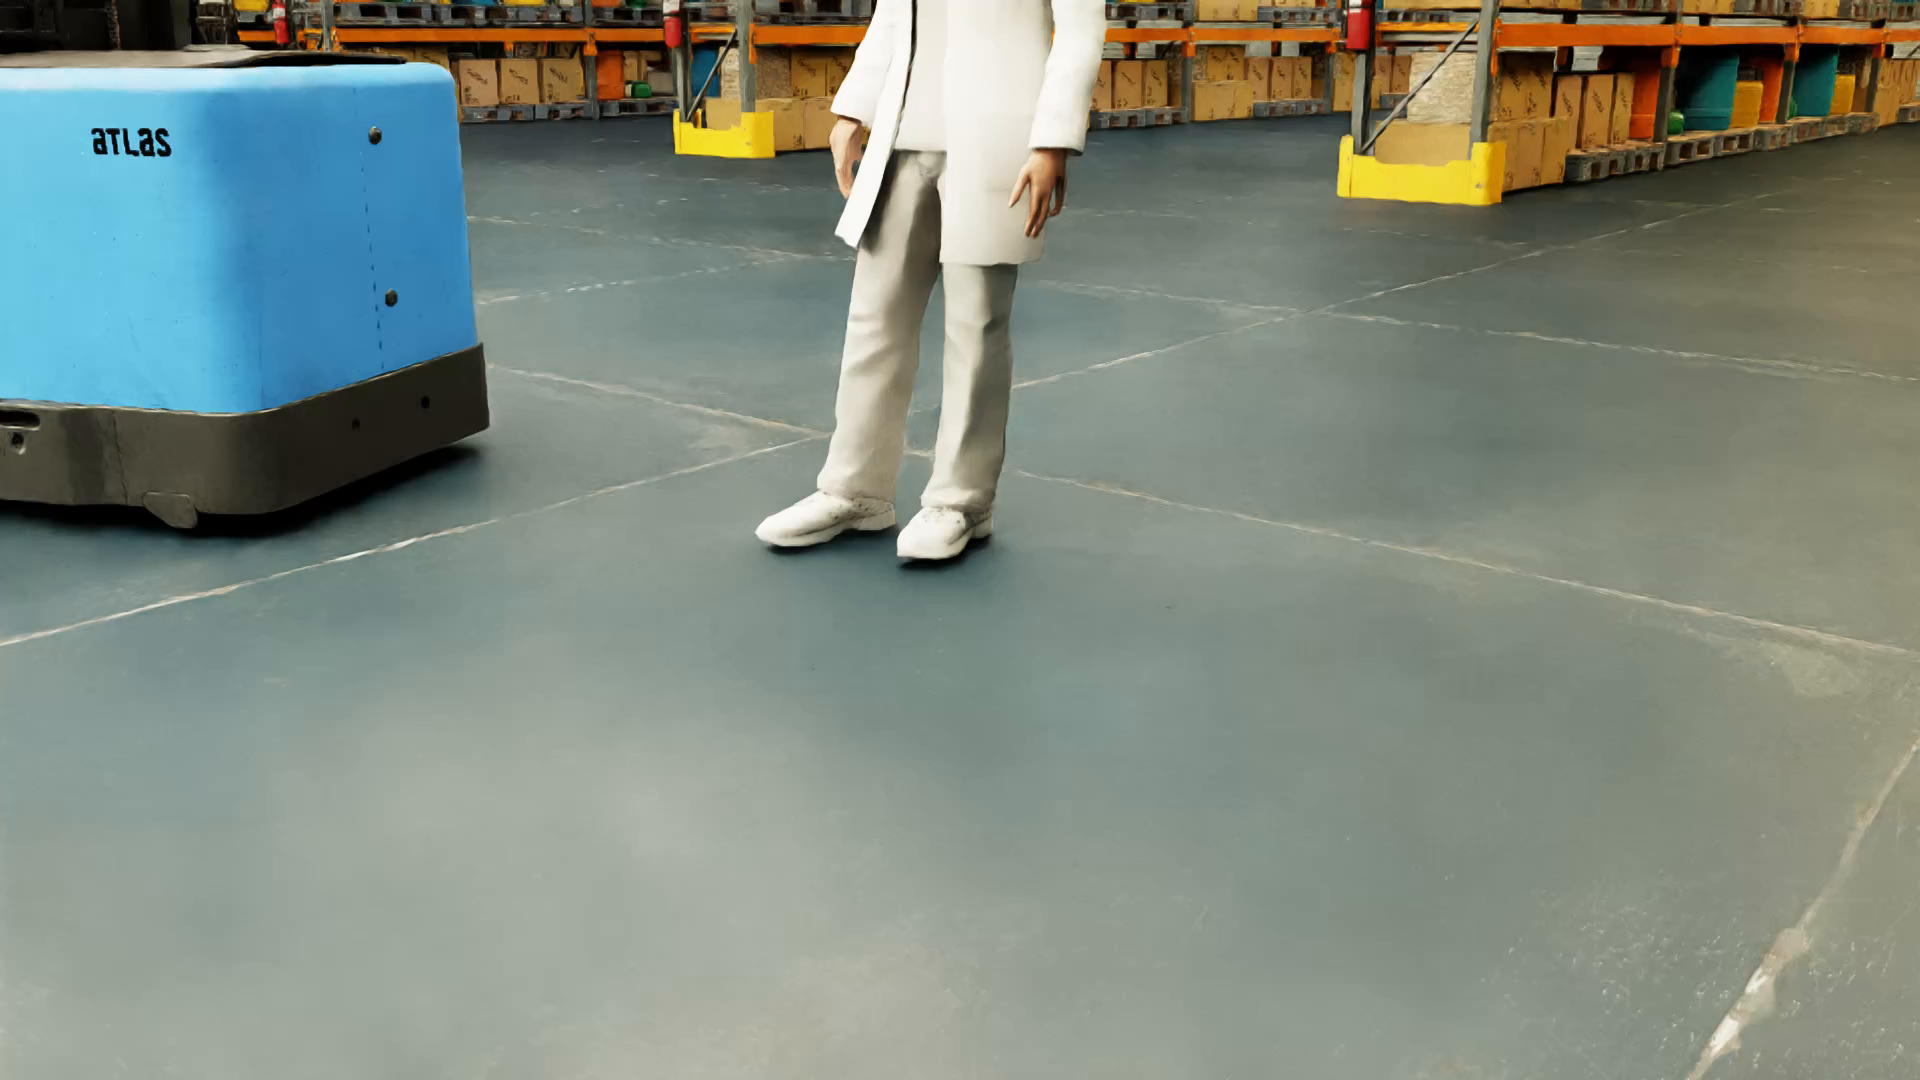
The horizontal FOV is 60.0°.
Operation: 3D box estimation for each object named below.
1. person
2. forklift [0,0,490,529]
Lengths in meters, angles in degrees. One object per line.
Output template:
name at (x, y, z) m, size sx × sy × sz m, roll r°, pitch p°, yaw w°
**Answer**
person at (-0.062, -0.838, 3.617) m, size 0.694 × 1.776 × 0.579 m, roll 13°, pitch 21°, yaw 37°
forklift at (-2.922, -1.654, 4.343) m, size 3.031 × 2.935 × 1.130 m, roll 5°, pitch 18°, yaw 16°
